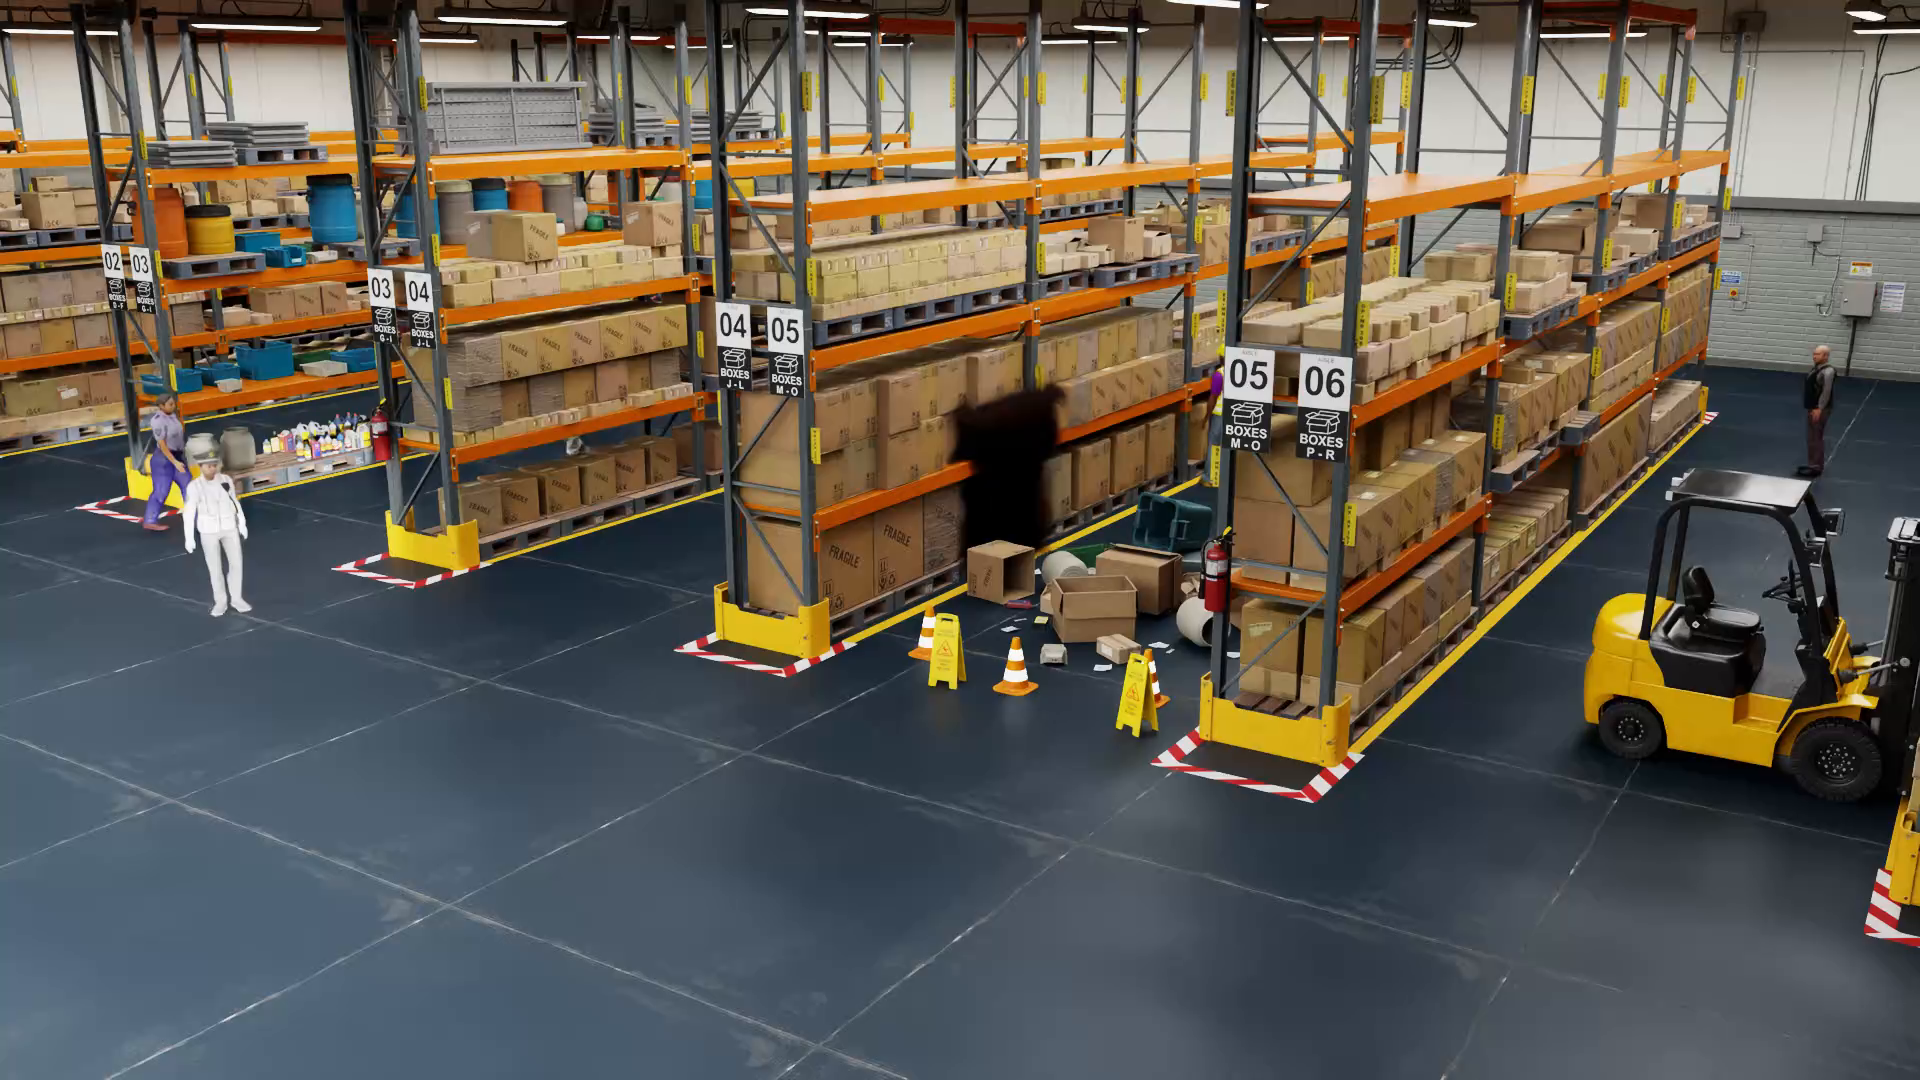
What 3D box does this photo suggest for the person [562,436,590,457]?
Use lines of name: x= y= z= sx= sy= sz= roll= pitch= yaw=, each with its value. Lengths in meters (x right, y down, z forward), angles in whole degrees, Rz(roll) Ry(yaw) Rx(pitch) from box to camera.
person: x=-5.189 y=-1.781 z=22.404 sx=0.558 sy=1.778 sz=0.659 roll=5 pitch=16 yaw=18

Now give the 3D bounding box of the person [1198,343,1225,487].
person: x=3.229 y=-1.535 z=20.338 sx=0.613 sy=1.777 sz=0.434 roll=-9 pitch=18 yaw=-29

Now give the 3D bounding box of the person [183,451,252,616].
person: x=-7.331 y=-0.080 z=16.399 sx=0.606 sy=1.678 sz=0.363 roll=-11 pitch=19 yaw=-35

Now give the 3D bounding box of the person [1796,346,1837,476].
person: x=11.449 y=-1.737 z=22.223 sx=0.370 sy=1.726 sz=0.544 roll=7 pitch=17 yaw=25

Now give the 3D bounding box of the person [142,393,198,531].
person: x=-9.201 y=-0.932 z=19.491 sx=0.866 sy=1.612 sz=0.528 roll=-3 pitch=16 yaw=-12
